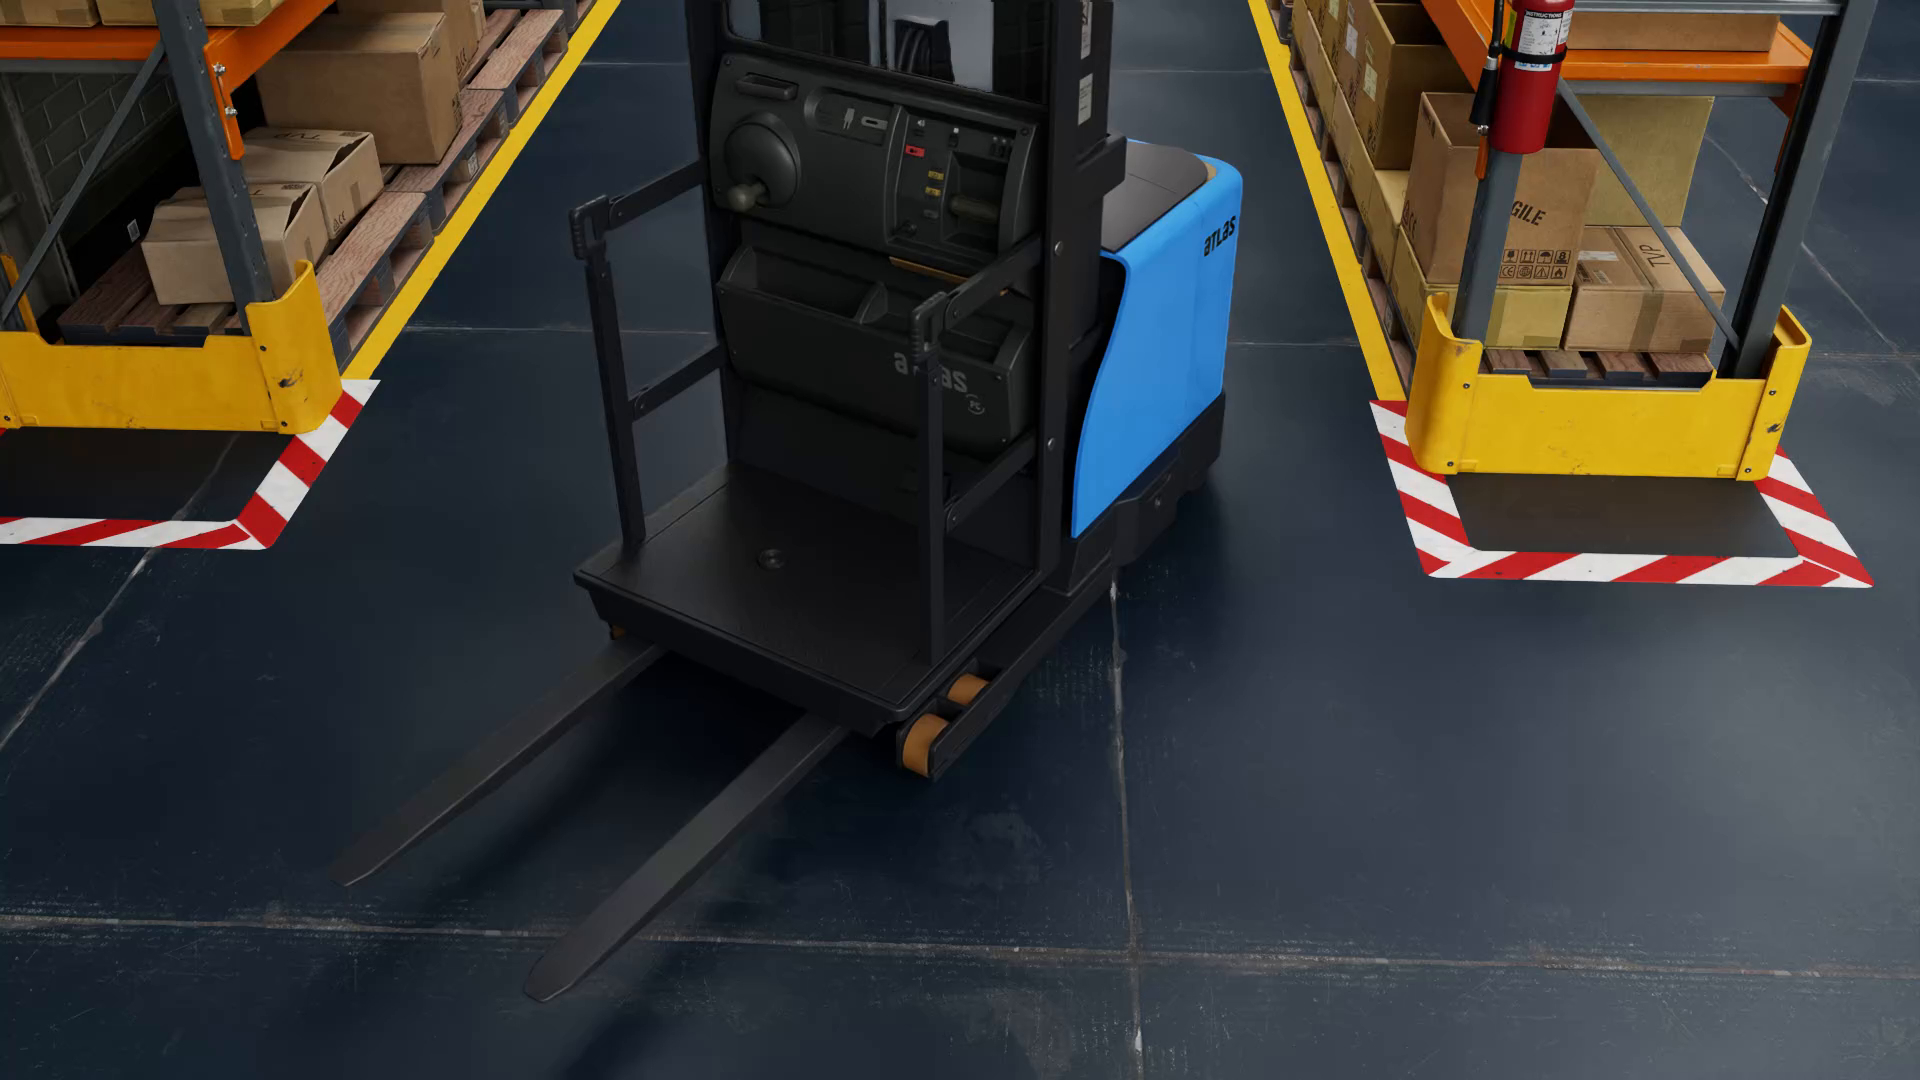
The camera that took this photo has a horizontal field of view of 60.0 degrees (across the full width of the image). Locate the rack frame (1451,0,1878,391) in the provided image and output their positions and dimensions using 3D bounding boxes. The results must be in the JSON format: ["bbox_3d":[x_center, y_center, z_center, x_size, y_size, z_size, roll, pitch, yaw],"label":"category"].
[{"bbox_3d":[2.130,-1.550,4.846,1.000,3.000,0.127,1,35,2],"label":"rack frame"}]

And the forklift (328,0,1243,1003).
[{"bbox_3d":[-0.346,-0.885,3.960,1.130,2.935,3.031,20,40,26],"label":"forklift"}]

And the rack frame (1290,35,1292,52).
[{"bbox_3d":[2.290,-3.848,8.116,1.000,3.000,0.127,1,35,2],"label":"rack frame"}]

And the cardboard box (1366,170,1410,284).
[{"bbox_3d":[1.864,-1.199,6.373,0.500,0.250,0.500,1,35,2],"label":"cardboard box"}]

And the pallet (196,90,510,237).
[{"bbox_3d":[-2.697,-1.730,7.528,1.003,0.211,1.213,1,35,2],"label":"pallet"}]

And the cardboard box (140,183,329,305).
[{"bbox_3d":[-2.702,-1.137,6.215,0.500,0.311,0.500,-2,35,-3],"label":"cardboard box"}]

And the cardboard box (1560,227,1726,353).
[{"bbox_3d":[2.374,-0.899,5.947,0.500,0.250,0.500,1,35,2],"label":"cardboard box"}]

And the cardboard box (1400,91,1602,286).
[{"bbox_3d":[1.854,-1.218,5.749,0.500,0.500,0.500,1,35,2],"label":"cardboard box"}]

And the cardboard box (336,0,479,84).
[{"bbox_3d":[-2.661,-2.520,8.019,0.500,0.500,0.500,-1,35,-2],"label":"cardboard box"}]

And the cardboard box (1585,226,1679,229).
[{"bbox_3d":[2.390,-1.187,6.356,0.500,0.250,0.500,1,35,2],"label":"cardboard box"}]

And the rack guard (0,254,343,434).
[{"bbox_3d":[-2.817,-0.683,5.787,1.175,0.500,0.348,1,35,2],"label":"rack guard"}]

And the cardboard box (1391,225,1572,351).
[{"bbox_3d":[1.856,-0.911,5.964,0.500,0.250,0.500,1,35,2],"label":"cardboard box"}]

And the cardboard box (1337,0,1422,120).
[{"bbox_3d":[1.901,-2.080,6.975,0.500,0.500,0.500,1,35,2],"label":"cardboard box"}]

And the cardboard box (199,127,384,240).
[{"bbox_3d":[-2.679,-1.465,6.681,0.500,0.311,0.500,4,35,6],"label":"cardboard box"}]

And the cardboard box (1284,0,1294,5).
[{"bbox_3d":[2.017,-3.140,9.135,0.500,0.250,0.500,1,35,1],"label":"cardboard box"}]

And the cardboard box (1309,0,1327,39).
[{"bbox_3d":[1.947,-2.655,7.793,0.500,0.500,0.500,1,35,2],"label":"cardboard box"}]

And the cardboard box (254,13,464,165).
[{"bbox_3d":[-2.600,-1.963,7.225,0.700,0.500,0.500,-1,35,-1],"label":"cardboard box"}]

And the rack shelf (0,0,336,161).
[{"bbox_3d":[-2.740,-2.517,6.848,1.077,0.370,4.000,1,35,2],"label":"rack shelf"}]

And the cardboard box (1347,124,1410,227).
[{"bbox_3d":[1.882,-1.486,6.782,0.500,0.250,0.500,1,35,2],"label":"cardboard box"}]

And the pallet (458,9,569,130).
[{"bbox_3d":[-2.651,-2.433,8.528,1.003,0.211,1.213,1,35,2],"label":"pallet"}]

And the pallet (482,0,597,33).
[{"bbox_3d":[-2.630,-3.267,9.714,1.003,0.211,1.213,1,35,2],"label":"pallet"}]

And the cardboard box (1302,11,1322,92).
[{"bbox_3d":[1.944,-2.348,8.008,0.500,0.250,0.500,1,35,2],"label":"cardboard box"}]

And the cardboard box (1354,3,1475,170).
[{"bbox_3d":[1.879,-1.793,6.567,0.500,0.500,0.500,1,35,2],"label":"cardboard box"}]

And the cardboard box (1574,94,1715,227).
[{"bbox_3d":[2.392,-1.494,6.140,0.500,0.500,0.500,1,35,2],"label":"cardboard box"}]

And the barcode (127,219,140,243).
[{"bbox_3d":[-3.101,-1.161,6.241,0.001,0.075,0.075,1,35,2],"label":"barcode"}]

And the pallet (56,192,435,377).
[{"bbox_3d":[-2.749,-1.031,6.533,1.003,0.211,1.213,1,35,2],"label":"pallet"}]

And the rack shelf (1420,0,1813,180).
[{"bbox_3d":[2.210,-2.404,6.688,1.077,0.370,4.000,1,35,2],"label":"rack shelf"}]

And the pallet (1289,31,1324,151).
[{"bbox_3d":[2.217,-2.251,8.269,1.003,0.211,1.213,1,35,2],"label":"pallet"}]

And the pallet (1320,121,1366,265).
[{"bbox_3d":[2.170,-1.548,7.269,1.003,0.211,1.213,1,35,2],"label":"pallet"}]

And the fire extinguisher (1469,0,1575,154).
[{"bbox_3d":[1.661,-1.461,4.787,0.296,0.674,0.183,1,35,2],"label":"fire extinguisher"}]

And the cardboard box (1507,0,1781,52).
[{"bbox_3d":[2.161,-1.859,5.199,0.700,0.500,0.500,1,35,2],"label":"cardboard box"}]

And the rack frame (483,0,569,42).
[{"bbox_3d":[-2.659,-3.960,8.276,1.000,3.000,0.127,1,35,2],"label":"rack frame"}]

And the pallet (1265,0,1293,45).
[{"bbox_3d":[2.281,-3.131,9.522,1.003,0.211,1.213,1,35,2],"label":"pallet"}]

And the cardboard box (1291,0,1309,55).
[{"bbox_3d":[1.969,-2.635,8.417,0.500,0.250,0.500,1,35,2],"label":"cardboard box"}]

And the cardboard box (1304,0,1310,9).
[{"bbox_3d":[1.959,-2.942,8.202,0.500,0.500,0.500,1,35,2],"label":"cardboard box"}]

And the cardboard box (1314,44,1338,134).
[{"bbox_3d":[1.918,-2.061,7.600,0.500,0.250,0.500,1,35,2],"label":"cardboard box"}]

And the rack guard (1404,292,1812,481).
[{"bbox_3d":[2.129,-0.513,5.545,1.175,0.500,0.348,1,35,2],"label":"rack guard"}]

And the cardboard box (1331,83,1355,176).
[{"bbox_3d":[1.904,-1.774,7.191,0.500,0.250,0.500,1,35,2],"label":"cardboard box"}]

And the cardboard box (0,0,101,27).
[{"bbox_3d":[-2.995,-1.882,5.432,0.500,0.250,0.500,2,35,3],"label":"cardboard box"}]

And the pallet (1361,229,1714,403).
[{"bbox_3d":[2.119,-0.849,6.275,1.003,0.211,1.213,1,35,2],"label":"pallet"}]

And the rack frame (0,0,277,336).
[{"bbox_3d":[-2.820,-1.662,5.006,1.000,3.000,0.127,1,35,2],"label":"rack frame"}]

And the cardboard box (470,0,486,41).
[{"bbox_3d":[-2.651,-2.673,8.526,0.380,0.166,0.250,-3,35,-4],"label":"cardboard box"}]

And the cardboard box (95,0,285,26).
[{"bbox_3d":[-2.483,-1.882,5.432,0.500,0.250,0.500,0,35,1],"label":"cardboard box"}]

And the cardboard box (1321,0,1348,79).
[{"bbox_3d":[1.919,-2.368,7.384,0.500,0.500,0.500,1,35,2],"label":"cardboard box"}]
